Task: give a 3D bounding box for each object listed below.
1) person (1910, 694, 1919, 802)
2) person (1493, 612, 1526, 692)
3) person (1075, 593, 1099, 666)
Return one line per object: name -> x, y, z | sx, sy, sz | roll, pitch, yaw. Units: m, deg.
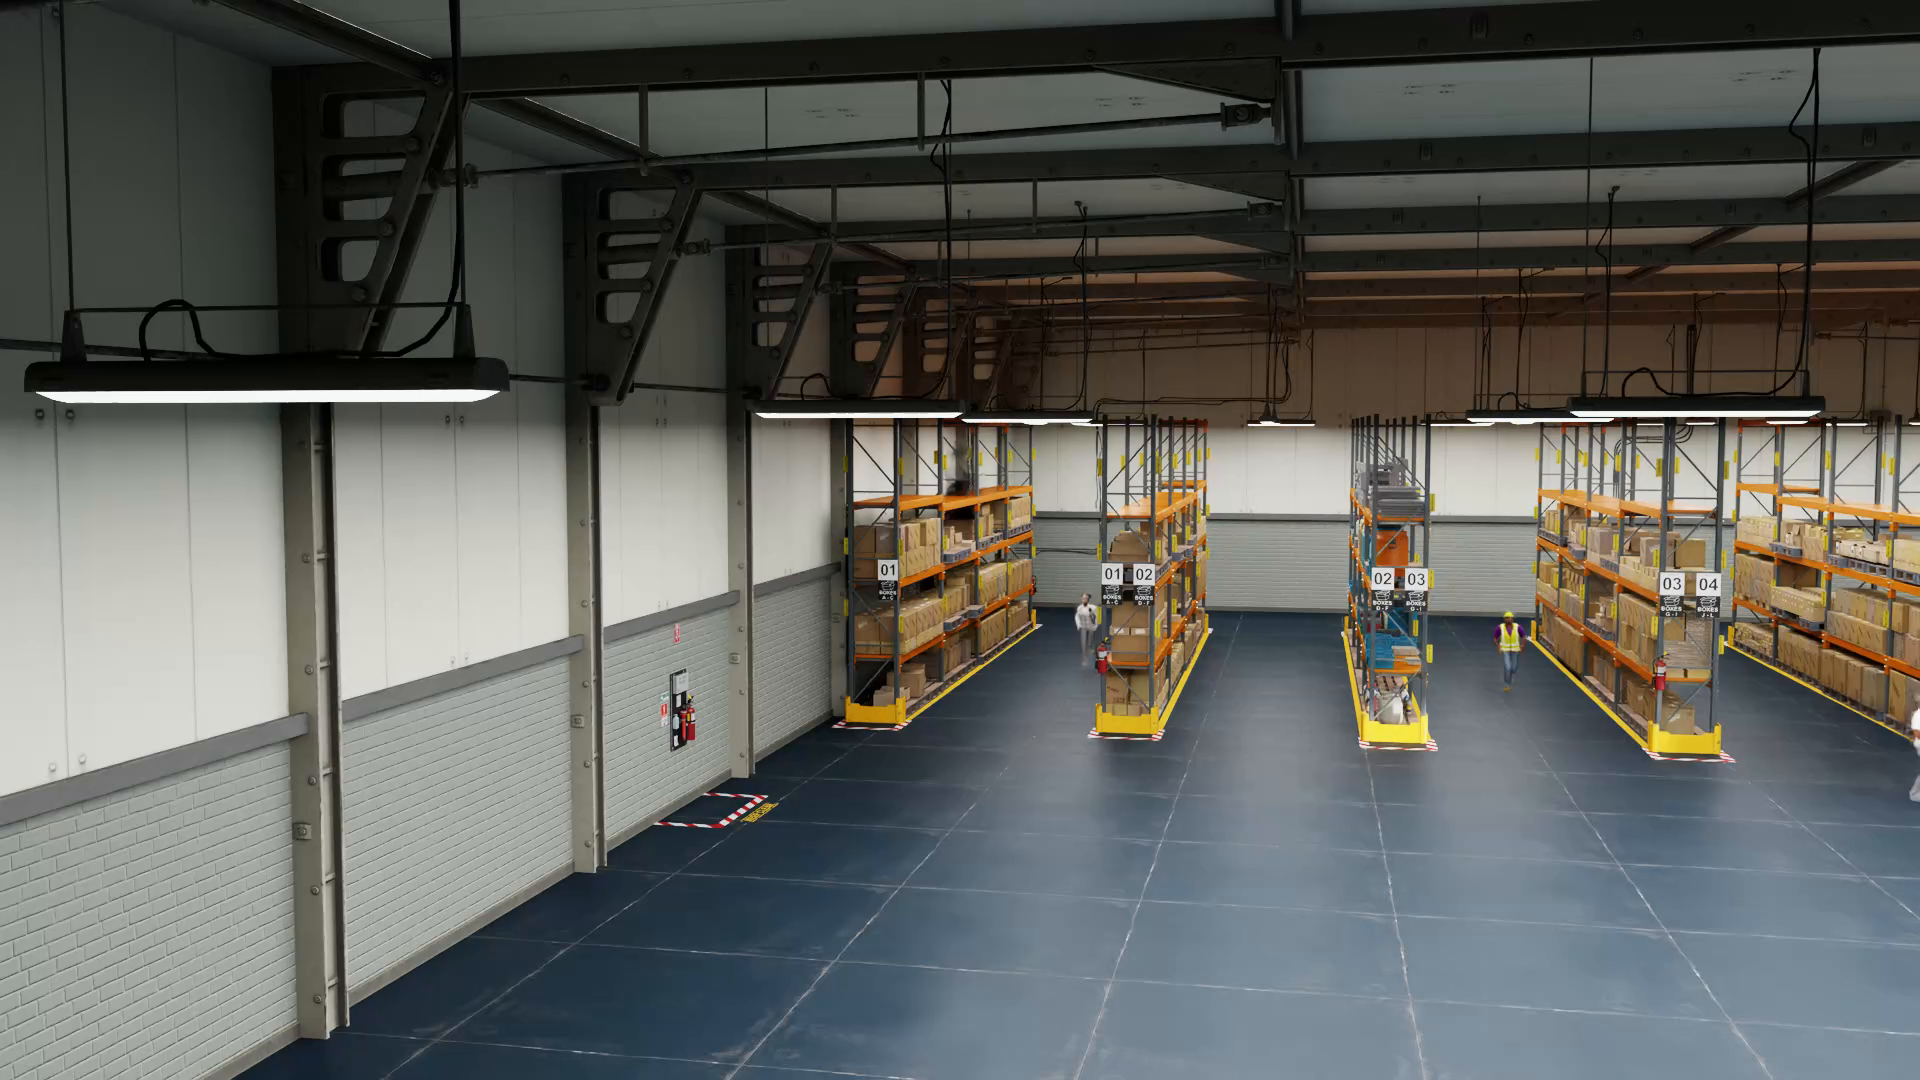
person -> 14.859, 3.163, 25.441 | 0.711, 1.721, 0.547 | -3, 5, -38
person -> 12.052, 2.433, 36.505 | 0.704, 1.748, 0.656 | 1, 4, 11
person -> 2.961, 2.047, 38.449 | 0.626, 1.691, 0.621 | 1, 4, 17
